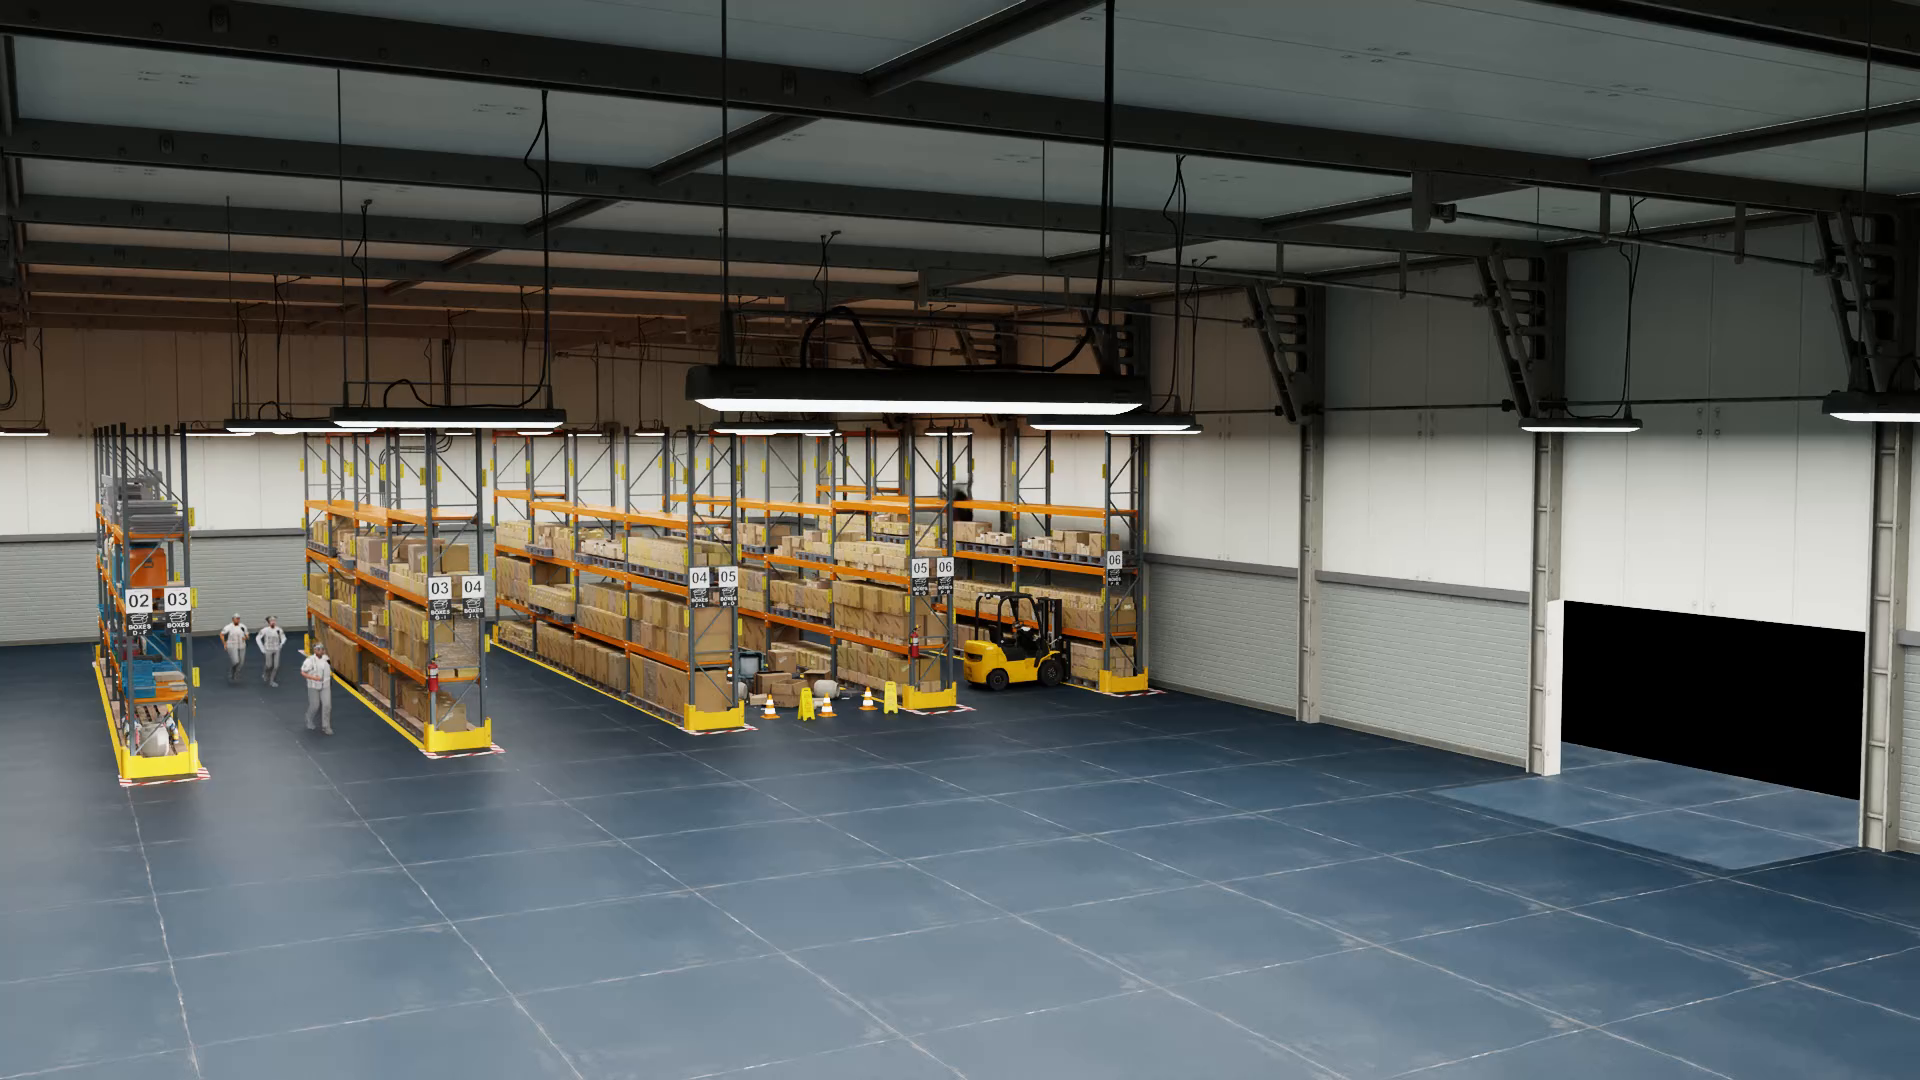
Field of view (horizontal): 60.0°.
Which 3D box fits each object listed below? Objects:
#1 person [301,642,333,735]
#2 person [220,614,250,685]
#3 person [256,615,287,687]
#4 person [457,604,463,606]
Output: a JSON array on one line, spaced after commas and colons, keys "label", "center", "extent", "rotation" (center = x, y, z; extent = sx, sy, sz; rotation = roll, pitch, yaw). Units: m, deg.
[{"label": "person", "center": [-12.541, 2.870, 32.478], "extent": [0.659, 1.795, 0.914], "rotation": [-3, 5, -42]}, {"label": "person", "center": [-16.867, 2.539, 38.781], "extent": [0.579, 1.647, 0.660], "rotation": [-3, 5, -45]}, {"label": "person", "center": [-15.944, 2.568, 38.556], "extent": [0.645, 1.659, 0.558], "rotation": [-2, 4, -33]}, {"label": "person", "center": [-14.317, 2.142, 46.945], "extent": [0.709, 1.431, 1.051], "rotation": [3, 4, 37]}]
